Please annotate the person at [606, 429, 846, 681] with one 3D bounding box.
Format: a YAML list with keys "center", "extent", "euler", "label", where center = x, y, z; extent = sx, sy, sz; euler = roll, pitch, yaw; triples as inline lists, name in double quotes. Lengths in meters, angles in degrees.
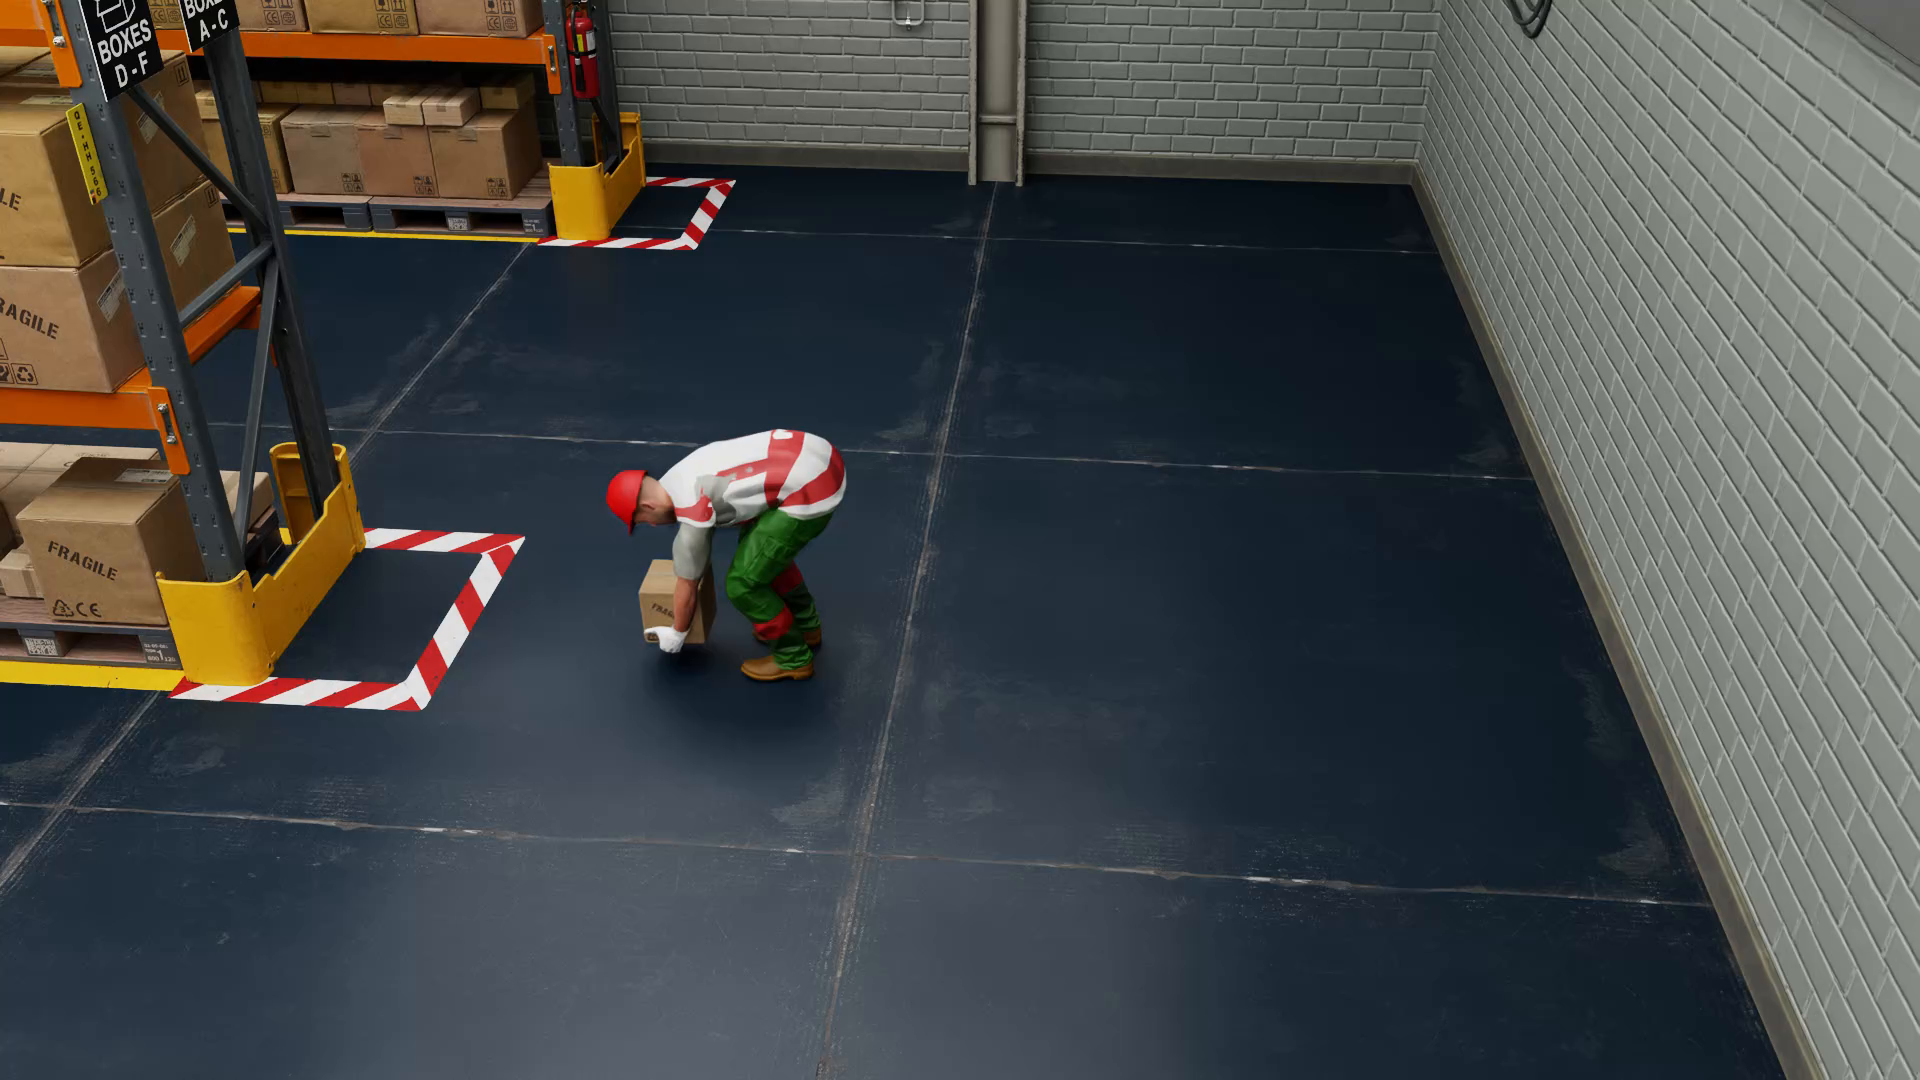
- center: [-0.928, 0.045, 6.750]
  extent: [0.957, 1.037, 0.522]
  euler: [1, 32, 2]
  label: "person"
